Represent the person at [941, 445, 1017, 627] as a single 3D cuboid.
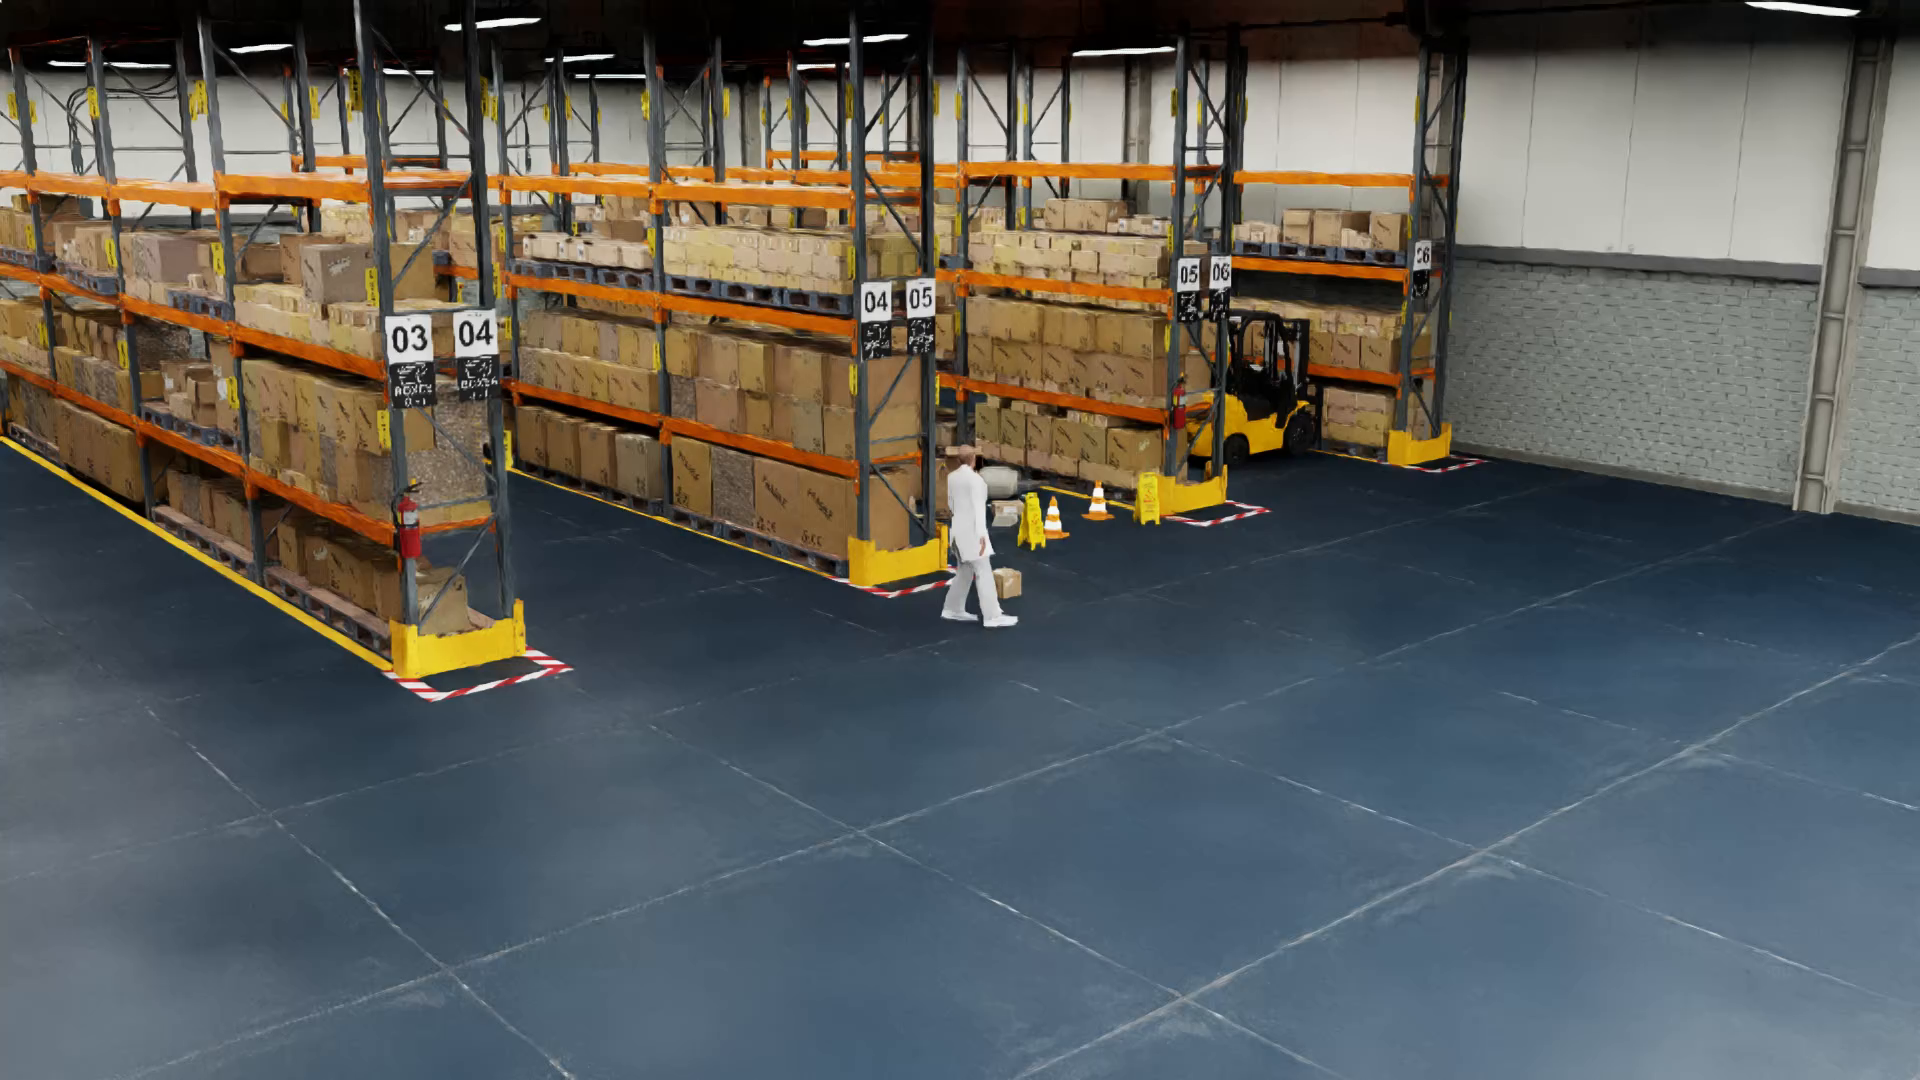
[{"bbox_3d":[0.176,-0.044,16.280,0.612,1.777,0.687,-6,15,-23],"label":"person"}]
